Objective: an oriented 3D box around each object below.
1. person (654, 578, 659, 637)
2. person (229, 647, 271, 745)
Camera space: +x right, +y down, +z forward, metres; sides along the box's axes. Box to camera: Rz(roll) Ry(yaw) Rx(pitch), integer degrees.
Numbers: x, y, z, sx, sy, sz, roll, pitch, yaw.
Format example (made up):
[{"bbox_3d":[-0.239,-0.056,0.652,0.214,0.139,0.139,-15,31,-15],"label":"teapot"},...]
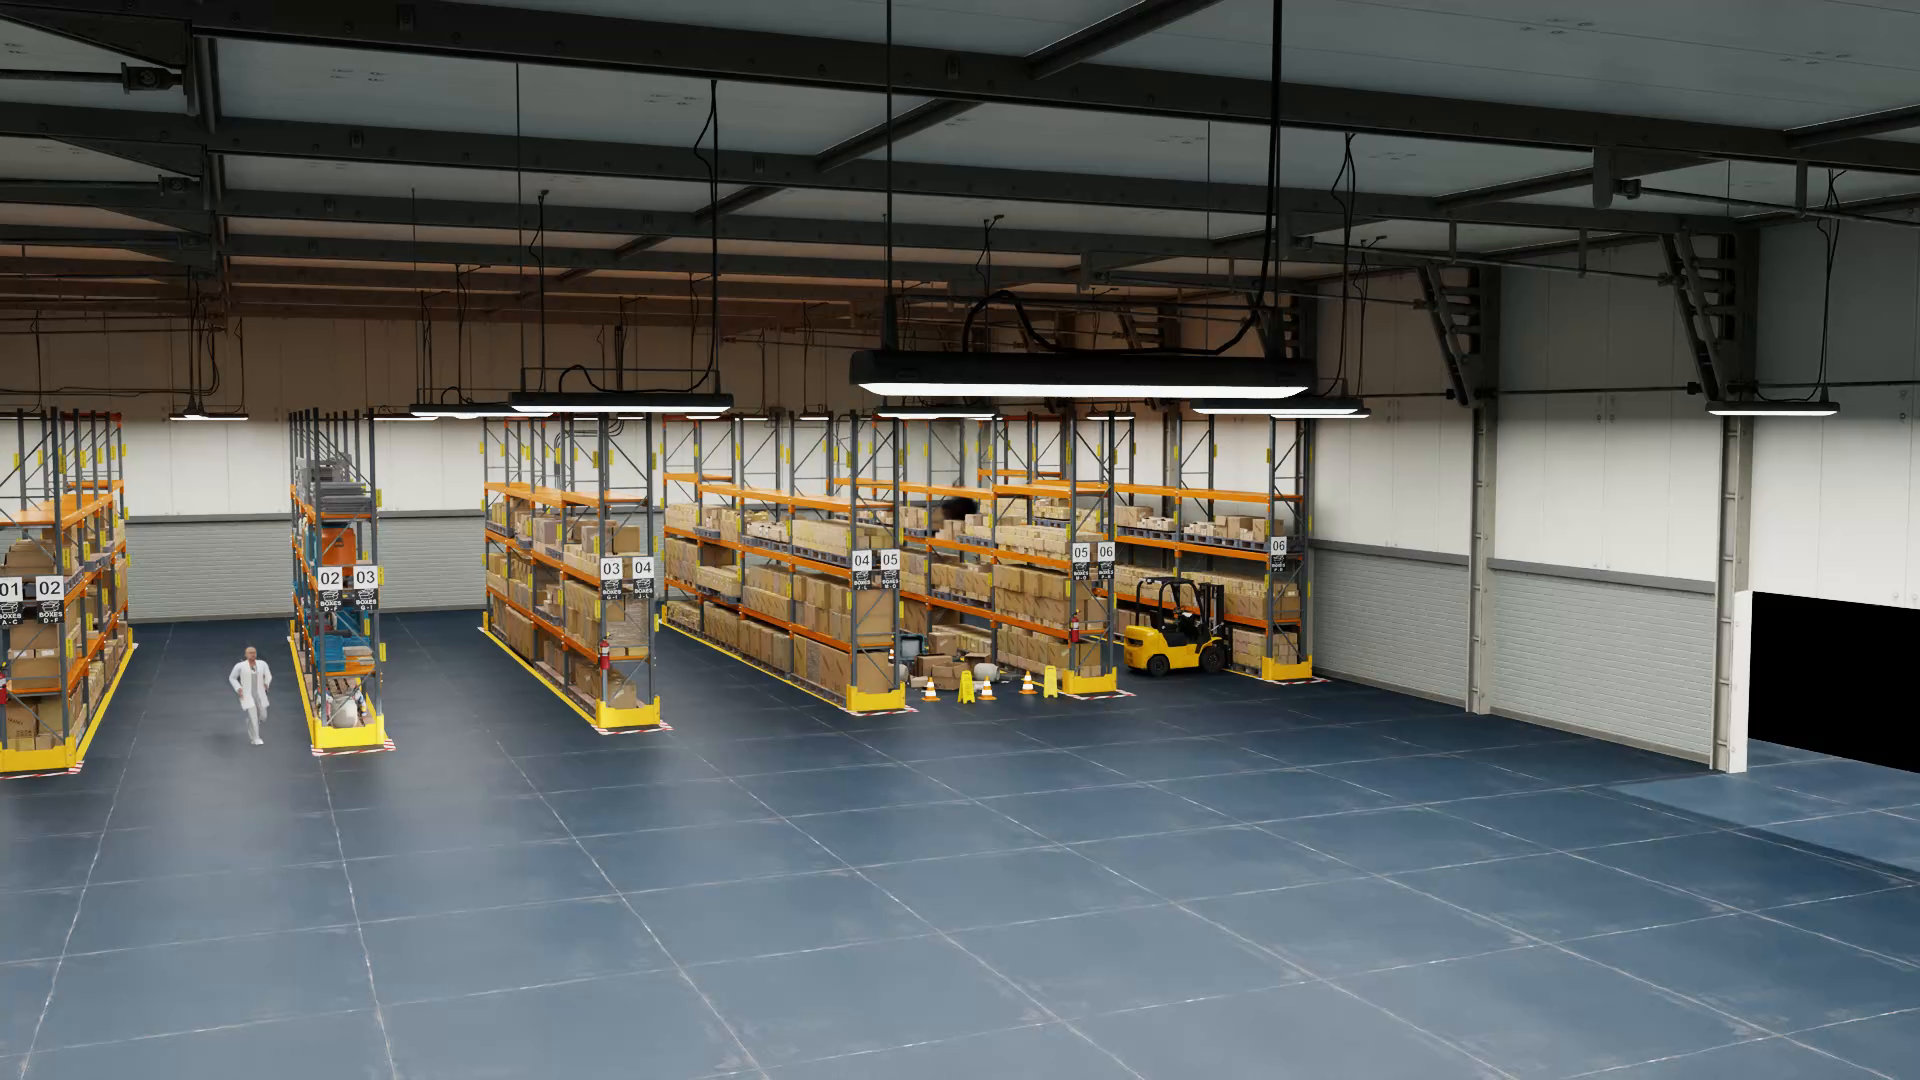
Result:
[{"bbox_3d":[-8.441,1.683,44.922,0.704,1.851,0.796,-2,4,-25],"label":"person"},{"bbox_3d":[-12.647,2.772,29.686,0.704,1.734,0.724,-3,5,-40],"label":"person"}]
